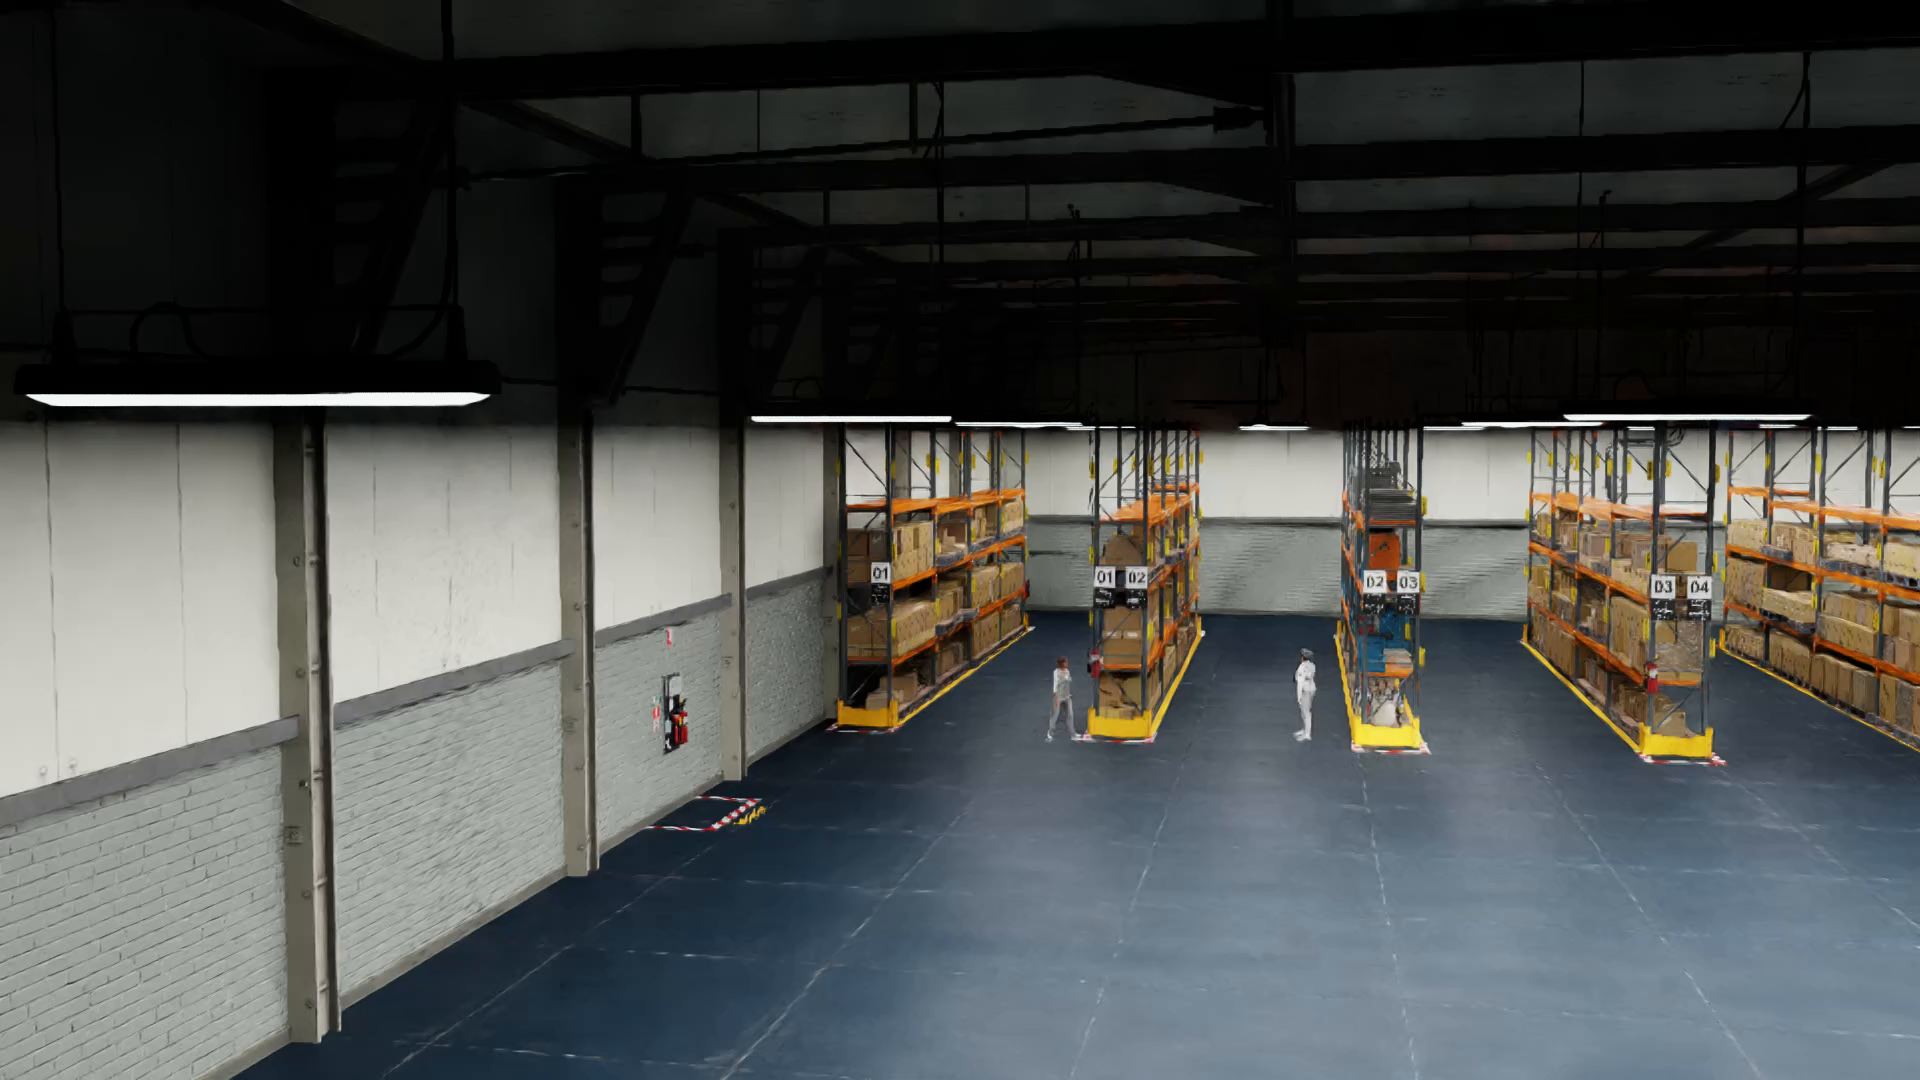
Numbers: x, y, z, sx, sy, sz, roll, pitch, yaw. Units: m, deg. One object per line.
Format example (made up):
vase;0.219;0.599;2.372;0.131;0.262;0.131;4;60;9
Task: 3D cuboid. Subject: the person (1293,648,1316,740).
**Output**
person;6.402;2.863;31.014;0.459;1.677;0.525;3;5;42

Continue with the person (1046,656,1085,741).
person;1.915;2.921;30.743;0.636;1.586;0.531;-3;5;-41
